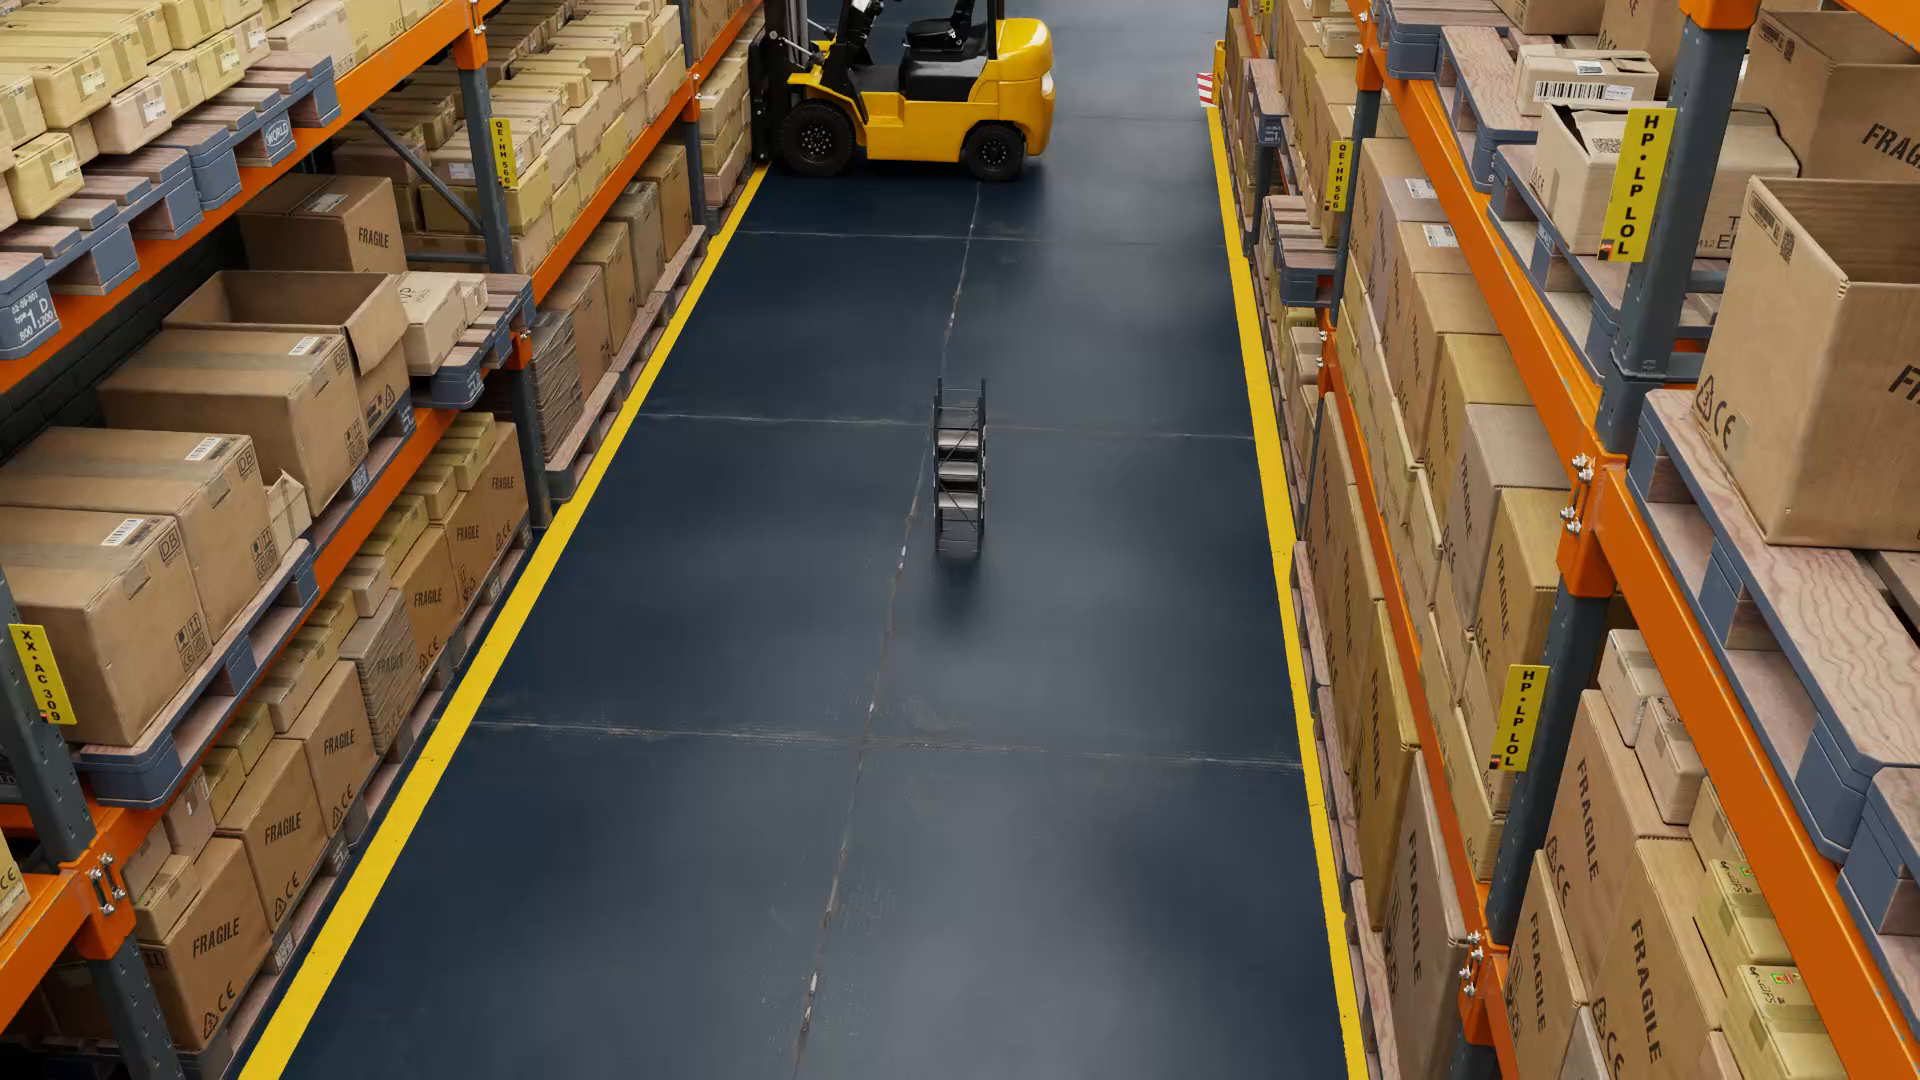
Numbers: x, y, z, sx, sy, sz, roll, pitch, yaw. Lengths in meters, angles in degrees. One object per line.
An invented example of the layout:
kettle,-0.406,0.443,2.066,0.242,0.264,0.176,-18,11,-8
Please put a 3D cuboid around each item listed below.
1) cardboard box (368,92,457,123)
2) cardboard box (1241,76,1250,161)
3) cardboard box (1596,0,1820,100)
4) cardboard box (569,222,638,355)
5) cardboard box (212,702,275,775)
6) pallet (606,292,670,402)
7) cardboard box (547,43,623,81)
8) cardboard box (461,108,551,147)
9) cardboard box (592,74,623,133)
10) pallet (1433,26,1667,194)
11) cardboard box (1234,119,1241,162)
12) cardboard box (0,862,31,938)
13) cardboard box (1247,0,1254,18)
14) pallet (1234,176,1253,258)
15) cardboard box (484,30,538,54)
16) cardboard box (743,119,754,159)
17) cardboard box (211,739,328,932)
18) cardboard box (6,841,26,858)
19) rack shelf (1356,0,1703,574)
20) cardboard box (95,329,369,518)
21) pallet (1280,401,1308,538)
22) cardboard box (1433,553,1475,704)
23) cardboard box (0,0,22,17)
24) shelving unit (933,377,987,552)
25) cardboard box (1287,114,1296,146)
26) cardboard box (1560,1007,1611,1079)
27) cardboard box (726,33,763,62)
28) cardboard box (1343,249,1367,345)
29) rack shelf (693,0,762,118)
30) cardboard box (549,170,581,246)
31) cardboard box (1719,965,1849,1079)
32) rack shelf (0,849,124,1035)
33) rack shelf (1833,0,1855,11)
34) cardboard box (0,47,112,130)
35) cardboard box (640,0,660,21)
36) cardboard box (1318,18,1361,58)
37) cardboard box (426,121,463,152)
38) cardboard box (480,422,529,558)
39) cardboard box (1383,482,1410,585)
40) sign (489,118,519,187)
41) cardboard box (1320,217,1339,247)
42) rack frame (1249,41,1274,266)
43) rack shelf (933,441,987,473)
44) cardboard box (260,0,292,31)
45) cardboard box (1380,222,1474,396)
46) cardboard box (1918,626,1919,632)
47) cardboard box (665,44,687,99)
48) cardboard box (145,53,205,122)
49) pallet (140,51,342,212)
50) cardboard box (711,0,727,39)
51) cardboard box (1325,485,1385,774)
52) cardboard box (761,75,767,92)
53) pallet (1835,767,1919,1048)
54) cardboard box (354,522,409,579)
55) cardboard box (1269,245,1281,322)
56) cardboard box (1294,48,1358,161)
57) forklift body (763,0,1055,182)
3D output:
cardboard box,-2.920,-2.282,8.880,0.380,0.149,0.250,2,32,3
cardboard box,2.406,-3.175,12.548,0.500,0.500,0.500,3,32,5
cardboard box,2.406,-1.733,5.348,0.500,0.500,0.500,3,32,4
cardboard box,-2.523,-1.566,10.295,0.875,0.625,0.625,1,32,2
cardboard box,-2.755,0.719,6.088,0.380,0.149,0.250,2,32,3
pallet,-2.480,-1.257,10.588,1.003,0.211,1.213,2,32,4
cardboard box,-2.187,-2.790,9.704,0.380,0.149,0.250,2,32,3
cardboard box,-2.352,-2.127,8.628,0.380,0.149,0.250,3,32,5
cardboard box,-2.289,-2.552,9.699,0.500,0.250,0.500,3,32,5
pallet,2.172,-1.441,5.551,1.003,0.211,1.213,4,32,6
cardboard box,2.445,-3.134,13.196,0.500,0.250,0.500,3,32,5
cardboard box,-2.787,0.997,4.512,0.380,0.149,0.250,3,32,5
cardboard box,2.423,-4.134,12.839,0.380,0.149,0.250,3,32,4
pallet,2.605,-2.426,12.485,1.003,0.211,1.213,2,32,4
cardboard box,-2.761,-2.950,9.964,0.380,0.149,0.250,2,32,4
cardboard box,-1.940,-3.253,13.390,0.500,0.250,0.500,3,32,5
cardboard box,-2.716,1.076,6.127,0.500,0.500,0.500,2,32,3
cardboard box,-3.271,1.117,5.442,0.380,0.149,0.250,1,32,2
rack shelf,2.097,-1.094,5.492,1.077,0.370,4.000,2,32,4
cardboard box,-2.645,-0.433,6.098,0.700,0.500,0.500,2,32,4
pallet,2.325,-0.390,9.182,1.003,0.211,1.213,2,32,4
cardboard box,1.761,0.271,5.117,0.500,0.250,0.500,3,32,5
cardboard box,-3.017,-1.506,4.935,0.380,0.149,0.250,2,32,2
shelving unit,-0.001,-0.379,8.507,0.258,0.900,0.210,2,32,4
cardboard box,2.092,-2.376,9.586,0.380,0.149,0.250,4,32,6
cardboard box,1.590,1.378,3.560,0.500,0.500,0.500,3,32,4
cardboard box,-1.878,-3.945,13.561,0.500,0.250,0.500,2,32,3
cardboard box,1.973,-1.063,7.283,0.500,0.250,0.500,2,32,4
rack shelf,-2.199,-4.210,13.408,1.077,0.370,4.000,2,32,4
cardboard box,-2.362,-1.799,8.953,0.500,0.250,0.500,2,32,3
cardboard box,1.535,0.868,2.816,0.380,0.149,0.250,2,32,3
rack shelf,-3.176,2.065,3.226,1.077,0.370,4.000,2,32,4
rack shelf,7.690,-3.841,12.810,1.077,0.370,4.000,2,32,4
cardboard box,-2.538,-1.216,4.465,0.380,0.149,0.250,2,32,3
cardboard box,-2.171,-3.465,10.800,0.380,0.149,0.250,2,32,3
cardboard box,2.112,-2.660,8.810,0.380,0.149,0.250,1,32,2
cardboard box,-2.888,-2.042,8.871,0.500,0.250,0.500,3,32,4
cardboard box,-2.508,-0.263,8.300,0.500,0.500,0.500,3,32,5
cardboard box,1.860,-0.058,6.128,0.500,0.250,0.500,2,32,4
sign,-2.146,-1.820,7.815,0.100,0.325,0.005,2,32,4
cardboard box,2.002,-1.565,8.270,0.380,0.149,0.250,3,32,5
rack frame,2.586,-3.260,11.181,1.000,3.000,0.127,2,32,4
rack shelf,-0.001,-0.427,8.477,0.258,0.077,0.200,2,32,4
cardboard box,-2.607,-1.894,5.868,0.380,0.149,0.250,3,32,5
cardboard box,1.888,-0.860,6.238,0.500,0.500,0.500,3,32,5
cardboard box,1.857,0.087,2.296,0.797,0.503,0.637,5,32,8
cardboard box,-2.142,-3.132,11.116,0.500,0.250,0.500,3,32,5
cardboard box,-2.512,-1.352,4.969,0.380,0.149,0.250,2,32,3
pallet,-2.809,-1.365,5.425,1.213,0.211,1.003,2,32,4
cardboard box,-2.040,-4.007,12.297,0.500,0.500,0.500,3,32,5
cardboard box,2.044,0.381,6.898,0.875,0.875,0.875,3,32,5
cardboard box,-1.881,-3.721,13.673,0.500,0.250,0.500,2,32,4
pallet,1.755,0.747,1.904,1.003,0.211,1.213,2,32,4
cardboard box,-2.619,0.046,7.180,0.380,0.149,0.250,2,32,3
cardboard box,2.490,-1.670,10.705,0.950,0.372,0.625,4,32,7
cardboard box,2.091,-2.301,8.845,0.500,0.500,0.500,0,32,1
forklift body,-0.372,-4.131,13.403,2.313,2.155,1.214,2,32,4
